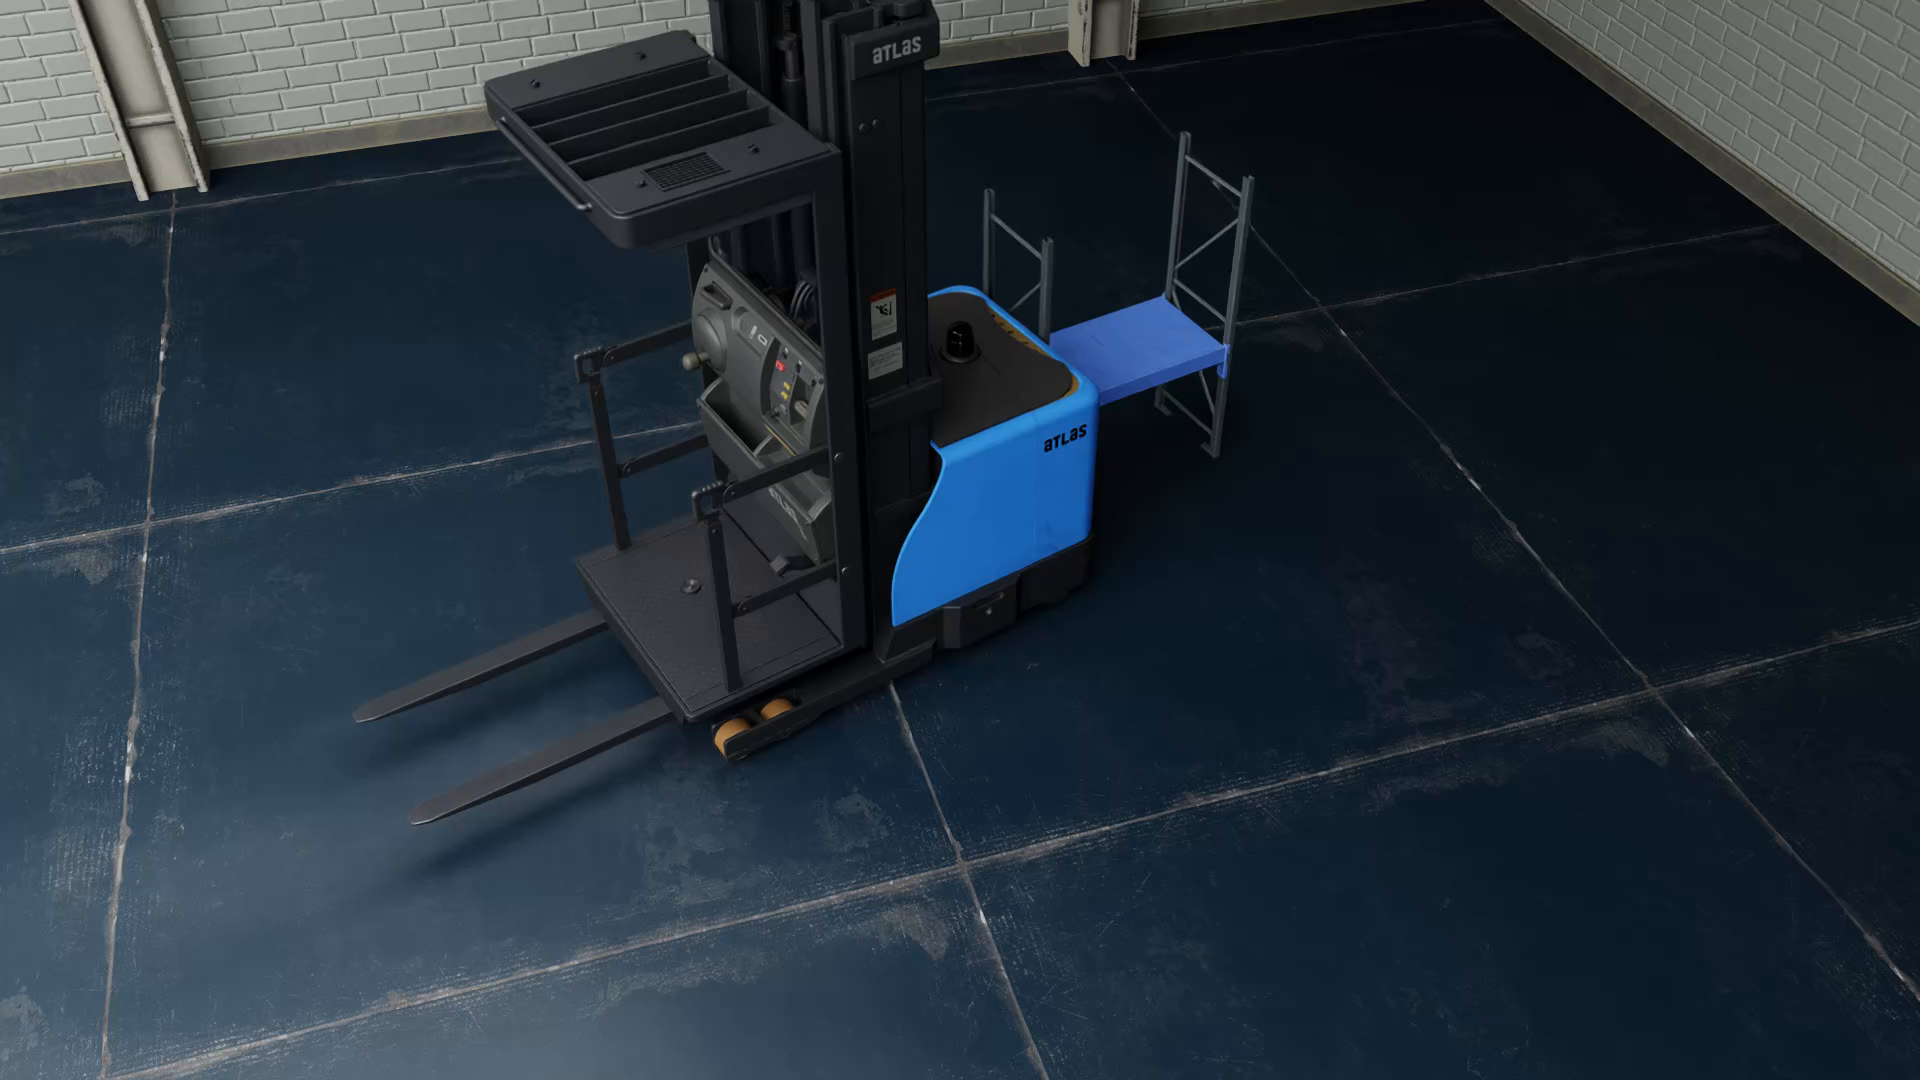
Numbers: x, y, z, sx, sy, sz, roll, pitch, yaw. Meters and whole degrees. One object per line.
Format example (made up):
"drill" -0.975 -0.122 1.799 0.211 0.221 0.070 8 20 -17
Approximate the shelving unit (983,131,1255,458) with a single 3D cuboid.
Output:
"shelving unit" 0.679 -0.942 7.538 1.048 1.500 0.538 -21 45 -22

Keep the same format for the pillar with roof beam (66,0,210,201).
"pillar with roof beam" -3.459 -2.844 4.016 0.400 9.000 9.100 -12 42 -13

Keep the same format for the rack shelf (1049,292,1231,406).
"rack shelf" 0.679 -0.807 7.657 1.000 0.185 0.538 -21 45 -22

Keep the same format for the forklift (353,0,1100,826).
"forklift" -0.928 -0.630 6.093 3.031 2.935 1.130 -24 46 -25

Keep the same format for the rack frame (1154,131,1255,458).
"rack frame" 1.118 -1.111 7.731 0.032 1.500 0.500 -21 45 -22

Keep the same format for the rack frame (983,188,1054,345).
"rack frame" 0.240 -0.774 7.345 0.032 1.500 0.500 -21 45 -22

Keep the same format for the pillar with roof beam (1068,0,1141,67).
"pillar with roof beam" 2.264 -4.030 5.373 0.400 9.000 9.100 -12 42 -13
